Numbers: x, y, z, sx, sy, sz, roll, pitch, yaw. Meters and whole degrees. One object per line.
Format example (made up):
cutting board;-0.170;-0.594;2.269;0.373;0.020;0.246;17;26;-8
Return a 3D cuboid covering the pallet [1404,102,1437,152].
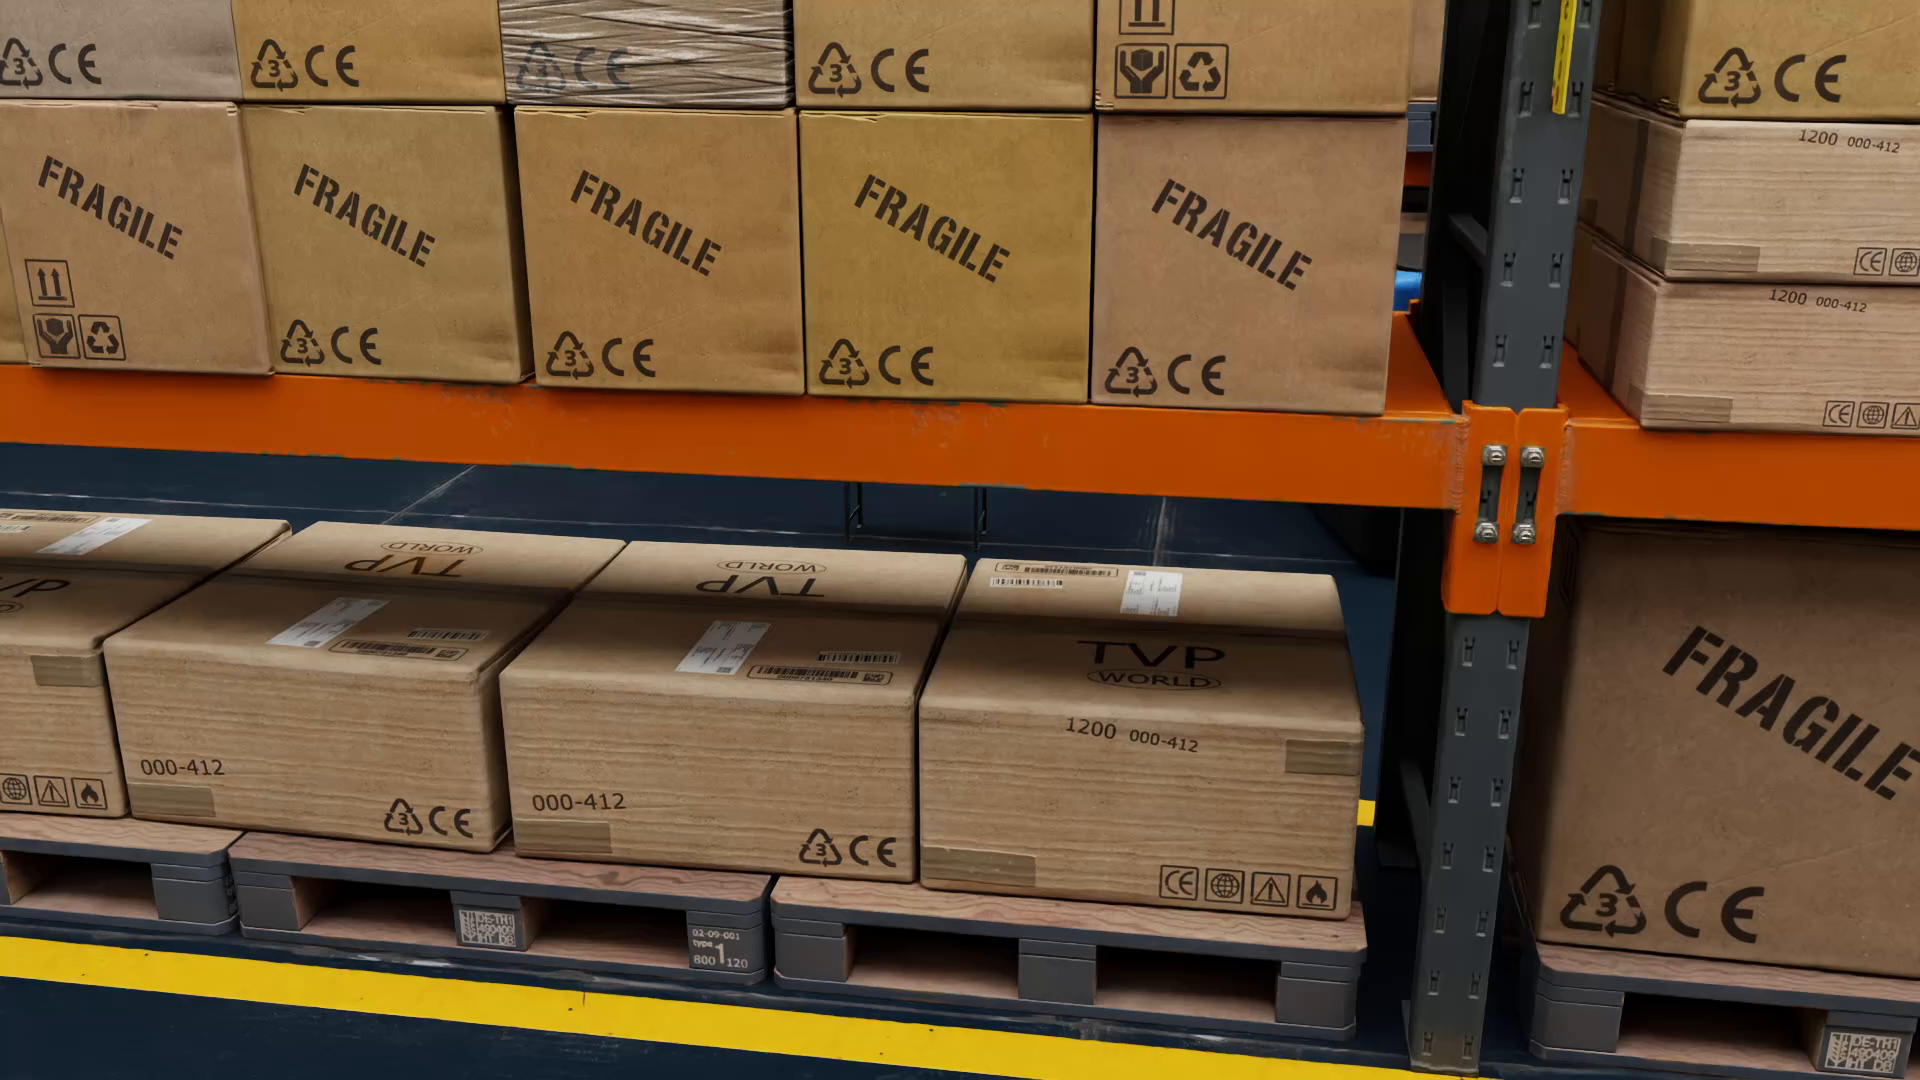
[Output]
pallet;2.570;-1.935;7.661;1.213;0.211;1.003;3;19;9

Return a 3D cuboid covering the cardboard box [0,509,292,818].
cardboard box;-2.267;0.272;4.140;0.875;0.438;0.875;2;19;7

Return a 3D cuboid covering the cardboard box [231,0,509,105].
cardboard box;-0.992;-1.082;3.077;0.500;0.500;0.500;3;19;9

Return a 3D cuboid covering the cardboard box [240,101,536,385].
cardboard box;-1.006;-0.612;3.246;0.500;0.500;0.500;4;19;10

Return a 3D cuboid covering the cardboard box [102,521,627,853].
cardboard box;-1.362;0.315;4.011;0.875;0.438;0.875;3;19;10

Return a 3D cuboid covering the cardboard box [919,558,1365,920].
cardboard box;0.412;0.406;3.739;0.875;0.438;0.875;3;19;8

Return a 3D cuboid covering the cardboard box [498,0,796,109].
cardboard box;-0.499;-1.055;2.994;0.500;0.500;0.500;3;19;9

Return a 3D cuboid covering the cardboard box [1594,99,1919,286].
cardboard box;1.404;-0.600;2.819;0.500;0.250;0.500;2;19;7

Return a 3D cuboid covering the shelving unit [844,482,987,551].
shelving unit;-0.163;-0.577;6.138;0.503;1.200;0.258;3;19;9

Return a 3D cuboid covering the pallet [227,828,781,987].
pallet;-0.932;0.654;4.016;1.213;0.211;1.003;3;19;9

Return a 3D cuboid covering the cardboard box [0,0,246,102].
cardboard box;-1.485;-1.107;3.151;0.500;0.500;0.500;3;19;8

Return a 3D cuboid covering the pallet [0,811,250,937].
pallet;-2.133;0.592;4.202;1.213;0.211;1.003;3;19;9

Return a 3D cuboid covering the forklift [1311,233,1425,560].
forklift;2.892;-1.443;5.995;3.031;2.935;1.130;-1;19;-3

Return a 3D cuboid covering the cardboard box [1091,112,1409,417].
cardboard box;0.516;-0.536;3.019;0.500;0.500;0.500;3;19;9

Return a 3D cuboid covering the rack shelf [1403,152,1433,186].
rack shelf;3.773;-1.658;7.666;4.000;0.370;1.077;3;19;9

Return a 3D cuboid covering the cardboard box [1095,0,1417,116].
cardboard box;0.505;-1.004;2.842;0.500;0.500;0.500;3;19;8

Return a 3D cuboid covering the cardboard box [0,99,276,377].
cardboard box;-1.503;-0.632;3.306;0.500;0.500;0.500;3;19;8

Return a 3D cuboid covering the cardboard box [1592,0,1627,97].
cardboard box;1.496;-1.123;3.198;0.500;0.500;0.500;4;19;10

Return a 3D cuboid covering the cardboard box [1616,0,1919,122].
cardboard box;1.404;-0.954;2.695;0.500;0.500;0.500;3;19;9

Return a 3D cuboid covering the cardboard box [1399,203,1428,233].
cardboard box;2.120;-1.480;7.786;0.250;0.149;0.380;3;19;8

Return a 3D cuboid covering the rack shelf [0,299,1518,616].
rack shelf;-0.960;-0.304;3.619;4.000;0.370;1.077;3;19;9

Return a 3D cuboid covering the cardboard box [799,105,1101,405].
cardboard box;0.007;-0.560;3.091;0.500;0.500;0.500;2;19;7

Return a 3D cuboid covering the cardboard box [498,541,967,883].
cardboard box;-0.472;0.361;3.873;0.875;0.438;0.875;2;19;7

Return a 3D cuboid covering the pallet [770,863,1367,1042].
pallet;0.276;0.715;3.835;1.213;0.211;1.003;3;19;9

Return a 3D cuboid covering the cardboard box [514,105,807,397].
cardboard box;-0.491;-0.581;3.153;0.500;0.500;0.500;3;19;8

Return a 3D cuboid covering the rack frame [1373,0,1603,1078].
rack frame;1.015;-0.545;3.204;0.127;3.000;1.000;3;19;9

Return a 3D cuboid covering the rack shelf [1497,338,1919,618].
rack shelf;2.989;-0.103;3.018;4.000;0.370;1.077;3;19;9

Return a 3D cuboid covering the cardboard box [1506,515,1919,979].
cardboard box;1.640;0.270;3.457;0.875;0.875;0.875;4;19;10

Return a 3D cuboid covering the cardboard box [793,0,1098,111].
cardboard box;0.005;-1.032;2.926;0.500;0.500;0.500;3;19;8

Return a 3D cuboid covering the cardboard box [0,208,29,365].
cardboard box;-2.002;-0.663;3.399;0.500;0.500;0.500;3;19;8

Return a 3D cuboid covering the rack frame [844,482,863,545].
rack frame;-0.404;-0.590;6.174;0.015;1.200;0.240;3;19;9

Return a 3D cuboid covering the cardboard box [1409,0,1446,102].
cardboard box;2.241;-2.252;7.488;0.500;0.500;0.700;3;19;10

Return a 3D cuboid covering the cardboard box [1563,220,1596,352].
cardboard box;1.498;-0.530;3.397;0.500;0.250;0.500;2;19;7

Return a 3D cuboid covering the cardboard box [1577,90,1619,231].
cardboard box;1.489;-0.765;3.310;0.500;0.250;0.500;3;19;9

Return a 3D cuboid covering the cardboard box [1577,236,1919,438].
cardboard box;1.407;-0.369;2.915;0.500;0.250;0.500;2;19;7

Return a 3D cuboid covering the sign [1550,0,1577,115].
sign;0.928;-0.819;2.535;0.005;0.325;0.100;3;19;9

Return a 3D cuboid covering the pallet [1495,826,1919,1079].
pallet;1.789;0.793;3.601;1.213;0.211;1.003;3;19;9

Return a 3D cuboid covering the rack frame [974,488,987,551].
rack frame;0.077;-0.565;6.101;0.015;1.200;0.240;3;19;9
